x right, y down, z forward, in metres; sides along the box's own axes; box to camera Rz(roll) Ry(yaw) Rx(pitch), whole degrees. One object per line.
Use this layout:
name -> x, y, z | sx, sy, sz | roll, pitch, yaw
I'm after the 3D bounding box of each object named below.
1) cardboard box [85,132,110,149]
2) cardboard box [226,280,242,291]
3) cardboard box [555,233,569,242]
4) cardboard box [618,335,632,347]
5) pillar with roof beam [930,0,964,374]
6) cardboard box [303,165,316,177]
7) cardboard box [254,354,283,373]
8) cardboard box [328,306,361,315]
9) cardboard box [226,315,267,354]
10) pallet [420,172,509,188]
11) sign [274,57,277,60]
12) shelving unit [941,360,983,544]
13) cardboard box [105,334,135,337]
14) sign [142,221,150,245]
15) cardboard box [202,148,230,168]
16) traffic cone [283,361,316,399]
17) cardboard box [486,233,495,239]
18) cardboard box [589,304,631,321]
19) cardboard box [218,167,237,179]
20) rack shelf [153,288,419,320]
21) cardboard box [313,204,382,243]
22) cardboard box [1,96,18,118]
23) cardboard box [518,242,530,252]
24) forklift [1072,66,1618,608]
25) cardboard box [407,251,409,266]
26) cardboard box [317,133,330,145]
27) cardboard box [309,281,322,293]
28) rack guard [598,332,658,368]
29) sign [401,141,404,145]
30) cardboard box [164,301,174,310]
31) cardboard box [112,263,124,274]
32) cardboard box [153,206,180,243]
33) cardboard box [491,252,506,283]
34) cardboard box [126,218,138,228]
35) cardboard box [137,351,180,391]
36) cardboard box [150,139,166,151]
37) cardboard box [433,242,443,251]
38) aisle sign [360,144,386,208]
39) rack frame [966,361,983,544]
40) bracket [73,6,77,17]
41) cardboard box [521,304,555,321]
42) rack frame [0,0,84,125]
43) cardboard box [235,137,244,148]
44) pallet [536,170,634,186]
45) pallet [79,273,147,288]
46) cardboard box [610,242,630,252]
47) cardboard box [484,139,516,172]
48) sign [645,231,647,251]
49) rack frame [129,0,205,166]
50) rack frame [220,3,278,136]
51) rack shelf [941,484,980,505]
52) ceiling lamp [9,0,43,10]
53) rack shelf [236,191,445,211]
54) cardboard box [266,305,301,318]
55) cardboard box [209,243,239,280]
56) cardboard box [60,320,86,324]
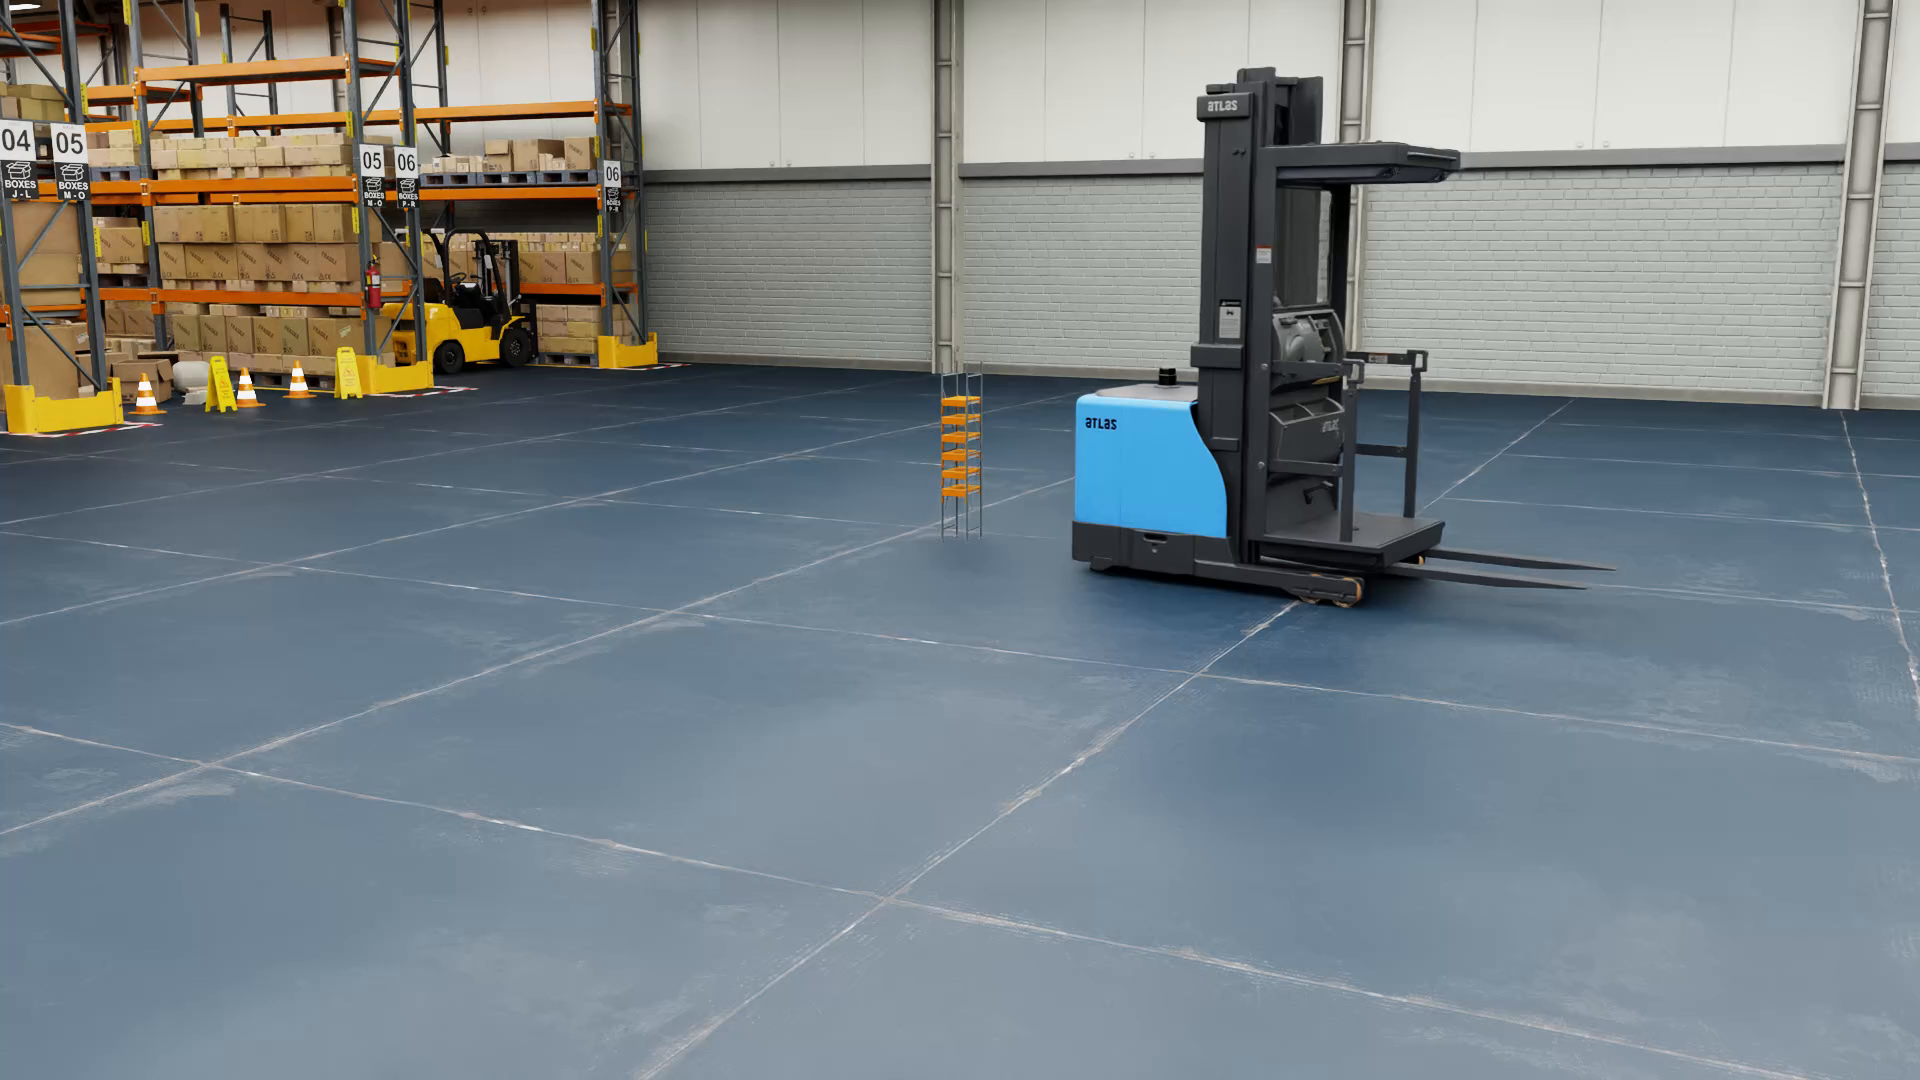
cardboard box -> -12.623, -5.758, 24.038 | 0.500, 0.250, 0.500 | 5, 12, 27
cardboard box -> -9.838, -3.499, 22.846 | 0.250, 0.149, 0.380 | 5, 11, 26
cardboard box -> -6.238, -4.819, 26.496 | 0.250, 0.149, 0.380 | 5, 12, 27
cardboard box -> -5.695, -3.202, 27.043 | 0.500, 0.250, 0.500 | 5, 11, 26
pillar with roof beam -> -2.091, -6.269, 20.602 | 0.400, 9.000, 9.100 | 5, 11, 26
cardboard box -> -8.439, -4.862, 21.956 | 0.250, 0.149, 0.380 | 5, 12, 28
cardboard box -> -9.311, -2.443, 22.845 | 0.500, 0.250, 0.500 | 5, 11, 24
cardboard box -> -10.769, -3.793, 29.252 | 0.625, 0.625, 0.875 | 5, 11, 23
cardboard box -> -9.762, -2.853, 23.005 | 0.500, 0.500, 0.500 | 6, 12, 29
pallet -> -8.152, -5.963, 27.583 | 1.213, 0.211, 1.003 | 5, 11, 26
sign -> -12.273, -8.488, 29.792 | 0.005, 0.325, 0.100 | 5, 11, 26
shelving unit -> 0.013, -0.589, 11.117 | 0.189, 1.200, 0.258 | 5, 11, 26
cardboard box -> -12.864, -2.866, 24.843 | 0.625, 0.372, 0.950 | 5, 12, 28
sign -> -11.364, -4.282, 23.215 | 0.005, 0.325, 0.100 | 5, 11, 26
cardboard box -> -9.938, -5.190, 22.650 | 0.500, 0.250, 0.500 | 5, 11, 26
traffic cone -> -8.491, -2.065, 21.342 | 0.334, 0.463, 0.336 | 5, 11, 26
cardboard box -> -7.584, -4.947, 27.206 | 0.250, 0.149, 0.380 | 5, 11, 26
cardboard box -> -5.689, -3.693, 26.944 | 0.500, 0.250, 0.500 | 5, 11, 25
cardboard box -> -9.833, -4.974, 22.573 | 0.250, 0.149, 0.380 | 5, 11, 25
rack shelf -> -9.328, -3.289, 23.002 | 4.000, 0.370, 1.077 | 5, 11, 26
cardboard box -> -8.089, -4.179, 21.973 | 0.500, 0.500, 0.700 | 5, 11, 24
cardboard box -> -10.197, -4.486, 17.295 | 0.500, 0.250, 0.500 | 5, 11, 27
cardboard box -> -6.938, -4.727, 26.823 | 0.250, 0.149, 0.380 | 5, 11, 26
forklift -> 2.187, -1.177, 9.501 | 3.031, 2.935, 1.130 | 7, 12, 34
cardboard box -> -9.482, -4.764, 28.148 | 0.500, 0.250, 0.500 | 5, 11, 25
cardboard box -> -8.183, -5.236, 21.785 | 0.250, 0.149, 0.380 | 5, 12, 27
cardboard box -> -8.461, -3.383, 22.207 | 0.250, 0.149, 0.380 | 5, 11, 25
rack guard -> -5.320, -3.047, 26.662 | 0.348, 0.500, 1.175 | 5, 11, 26
sign -> -9.160, -6.392, 27.367 | 0.005, 0.325, 0.100 | 5, 11, 26
cardboard box -> -14.700, -4.357, 30.897 | 0.250, 0.149, 0.380 | 5, 12, 28
cardboard box -> -11.934, -3.904, 23.905 | 0.250, 0.149, 0.380 | 5, 11, 24
cardboard box -> -10.823, -4.419, 23.302 | 0.500, 0.500, 0.700 | 5, 11, 25
cardboard box -> -7.276, -4.445, 27.089 | 0.500, 0.500, 0.500 | 5, 11, 26
cardboard box -> -12.407, -4.685, 24.578 | 0.250, 0.149, 0.380 | 6, 12, 29
cardboard box -> -10.763, -2.270, 22.364 | 0.500, 0.500, 0.500 | -4, 11, -23
cardboard box -> -10.983, -5.469, 23.068 | 0.250, 0.149, 0.380 | 5, 11, 25
cardboard box -> -8.526, -4.875, 27.642 | 0.250, 0.149, 0.380 | 5, 12, 27
aisle sign -> -7.607, -4.714, 21.553 | 0.004, 0.787, 0.394 | 5, 11, 26
rack frame -> 0.095, -0.582, 11.077 | 0.006, 1.200, 0.240 | 5, 11, 26
bracket -> -16.858, -10.122, 31.785 | 0.430, 0.232, 0.235 | 5, 11, 26
cardboard box -> -6.810, -3.688, 26.921 | 0.500, 0.250, 0.500 | 5, 11, 27
rack frame -> -9.634, -5.639, 17.121 | 0.127, 3.000, 1.000 | 5, 11, 26
cardboard box -> -9.553, -5.359, 22.464 | 0.250, 0.149, 0.380 | 5, 12, 27
pallet -> -5.964, -5.771, 26.521 | 1.213, 0.211, 1.003 | 5, 11, 26
pallet -> -12.915, -3.872, 24.742 | 1.213, 0.211, 1.003 | 5, 11, 26
cardboard box -> -5.531, -4.715, 26.759 | 0.250, 0.149, 0.380 | 5, 11, 24
cardboard box -> -7.228, -6.206, 26.927 | 0.637, 0.503, 0.797 | 5, 12, 28
sign -> -5.091, -4.832, 26.852 | 0.005, 0.325, 0.100 | 5, 11, 26
rack frame -> -11.122, -6.753, 23.275 | 0.127, 3.000, 1.000 | 5, 11, 26
rack frame -> -12.516, -7.861, 29.398 | 0.127, 3.000, 1.000 | 5, 11, 26
rack shelf -> 0.013, -0.309, 11.168 | 0.180, 0.103, 0.258 | 5, 11, 26
ceiling lamp -> -16.324, -10.632, 28.316 | 2.000, 3.185, 0.800 | 5, 11, 26
rack shelf -> -10.722, -5.874, 28.859 | 4.000, 0.370, 1.077 | 5, 11, 26
cardboard box -> -9.187, -3.109, 22.598 | 0.250, 0.149, 0.380 | 6, 12, 28
cardboard box -> -9.945, -3.840, 22.908 | 0.500, 0.500, 0.500 | 5, 11, 25
cardboard box -> -17.053, -4.111, 32.019 | 0.258, 0.266, 0.396 | 5, 12, 28
